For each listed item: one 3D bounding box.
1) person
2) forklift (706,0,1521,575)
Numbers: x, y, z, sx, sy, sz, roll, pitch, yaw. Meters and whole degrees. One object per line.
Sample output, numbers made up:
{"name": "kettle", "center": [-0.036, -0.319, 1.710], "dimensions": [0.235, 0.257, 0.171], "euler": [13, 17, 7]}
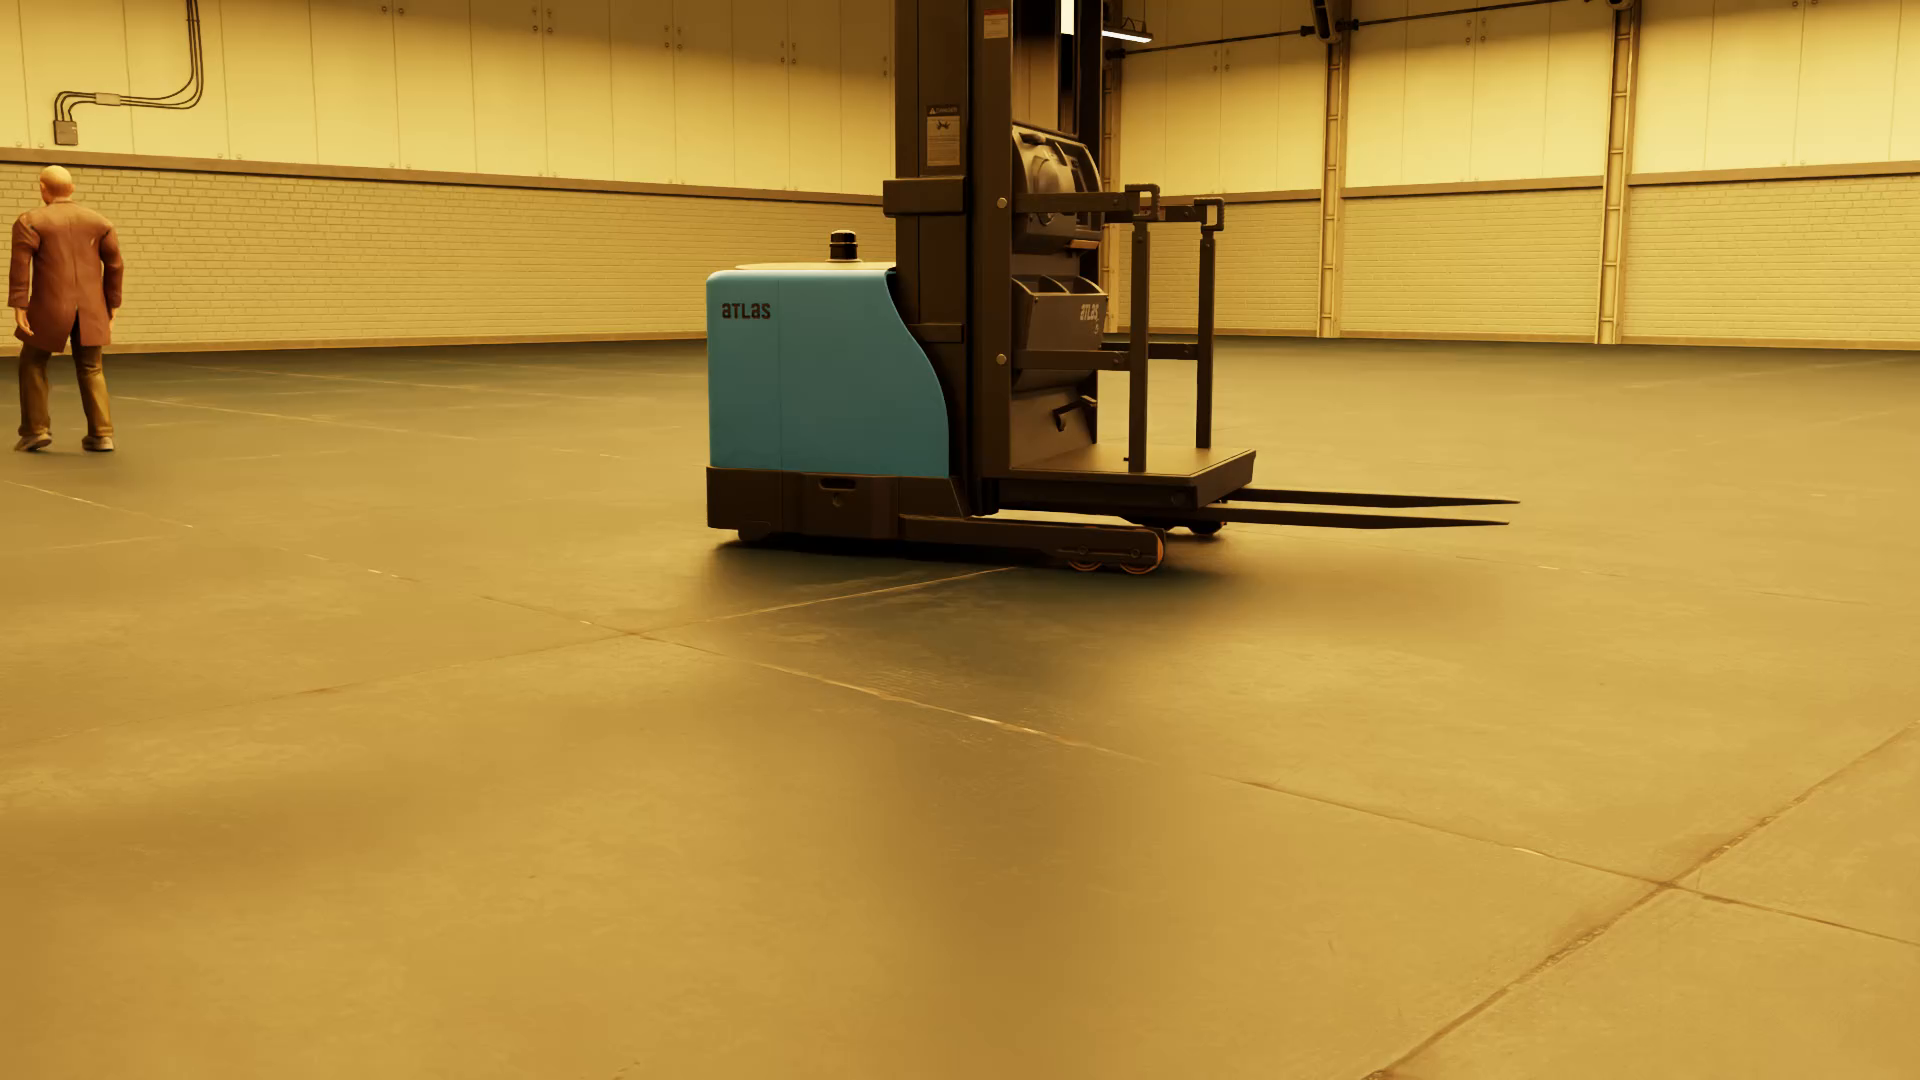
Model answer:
{"name": "person", "center": [-5.610, -1.410, 10.413], "dimensions": [0.616, 1.828, 0.689], "euler": [8, 12, 43]}
{"name": "forklift", "center": [0.565, -1.416, 6.275], "dimensions": [3.031, 2.935, 1.130], "euler": [3, 9, 22]}
